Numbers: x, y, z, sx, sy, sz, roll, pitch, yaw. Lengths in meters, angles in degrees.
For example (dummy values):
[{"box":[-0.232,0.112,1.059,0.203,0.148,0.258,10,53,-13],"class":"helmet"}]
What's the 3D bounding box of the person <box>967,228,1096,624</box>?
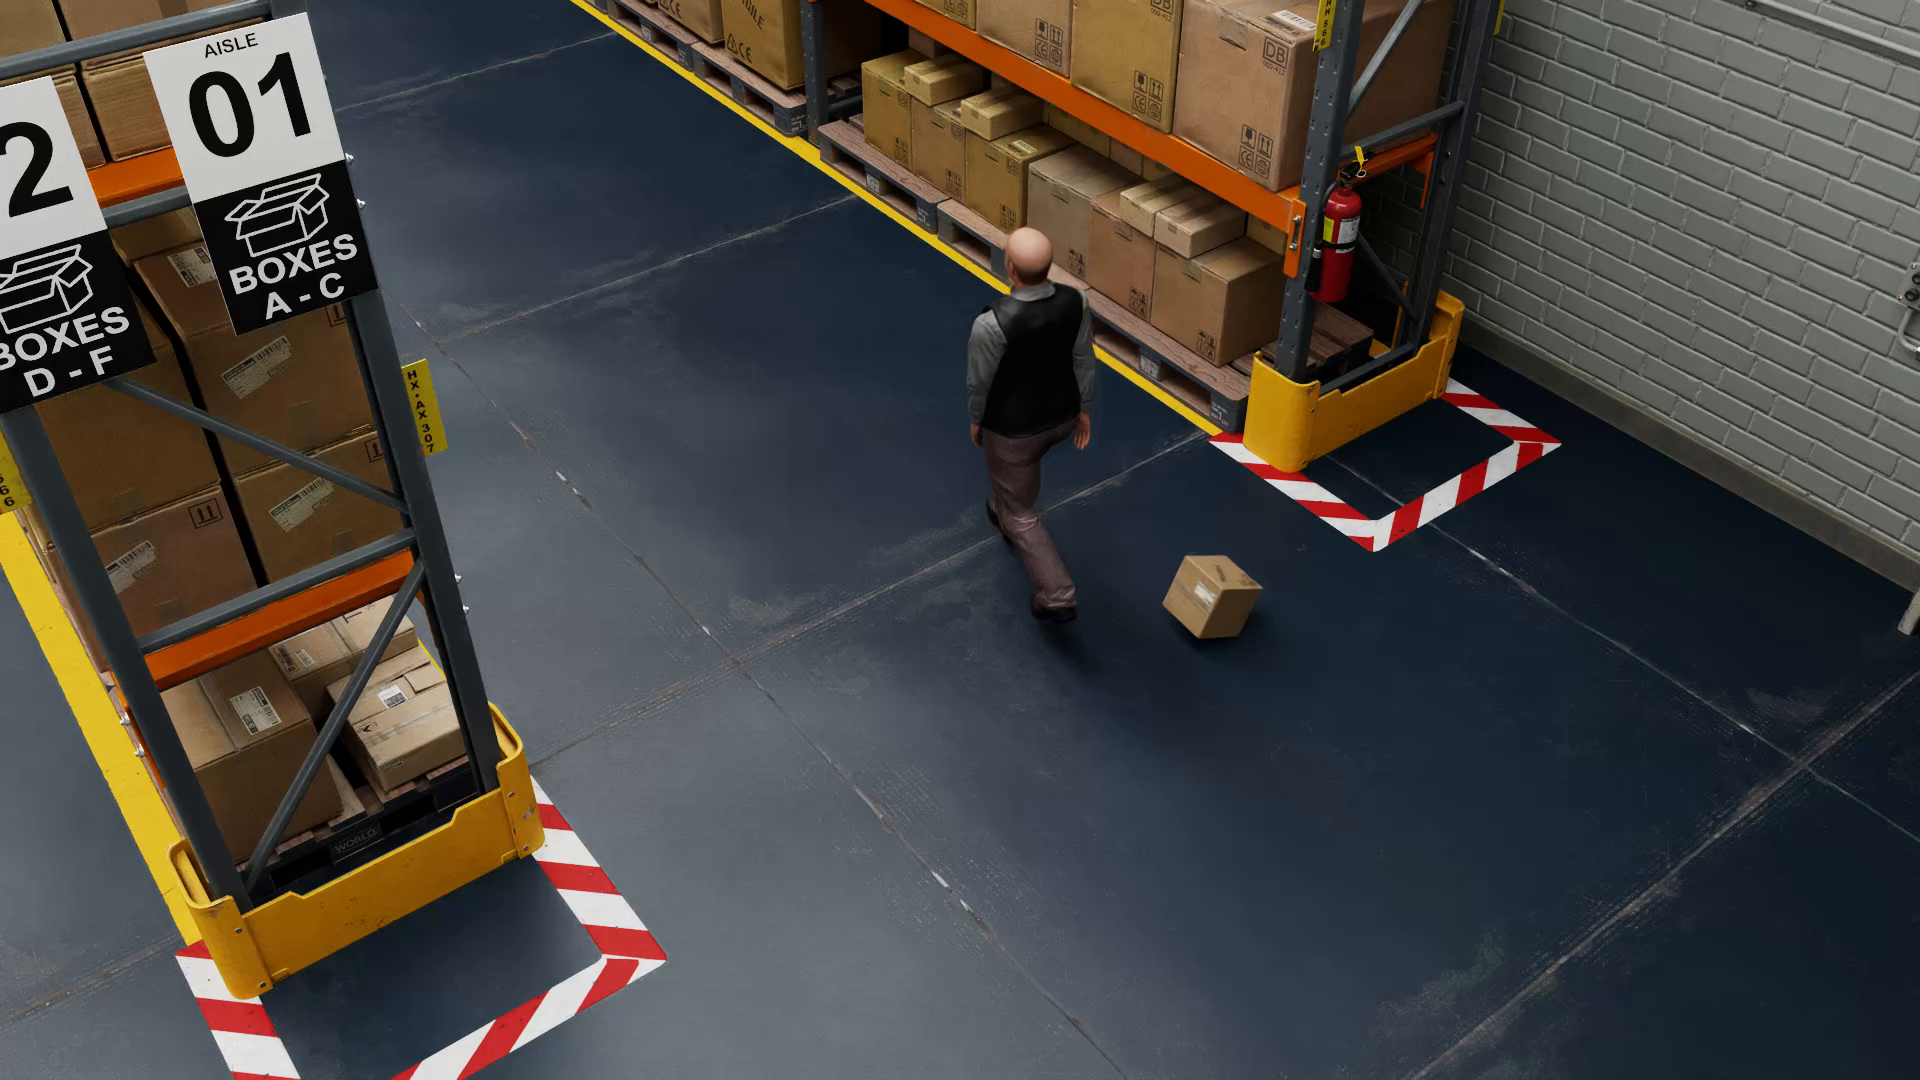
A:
[{"box":[0.282,-0.483,6.753,0.537,1.693,0.968,-22,45,-24],"class":"person"}]
